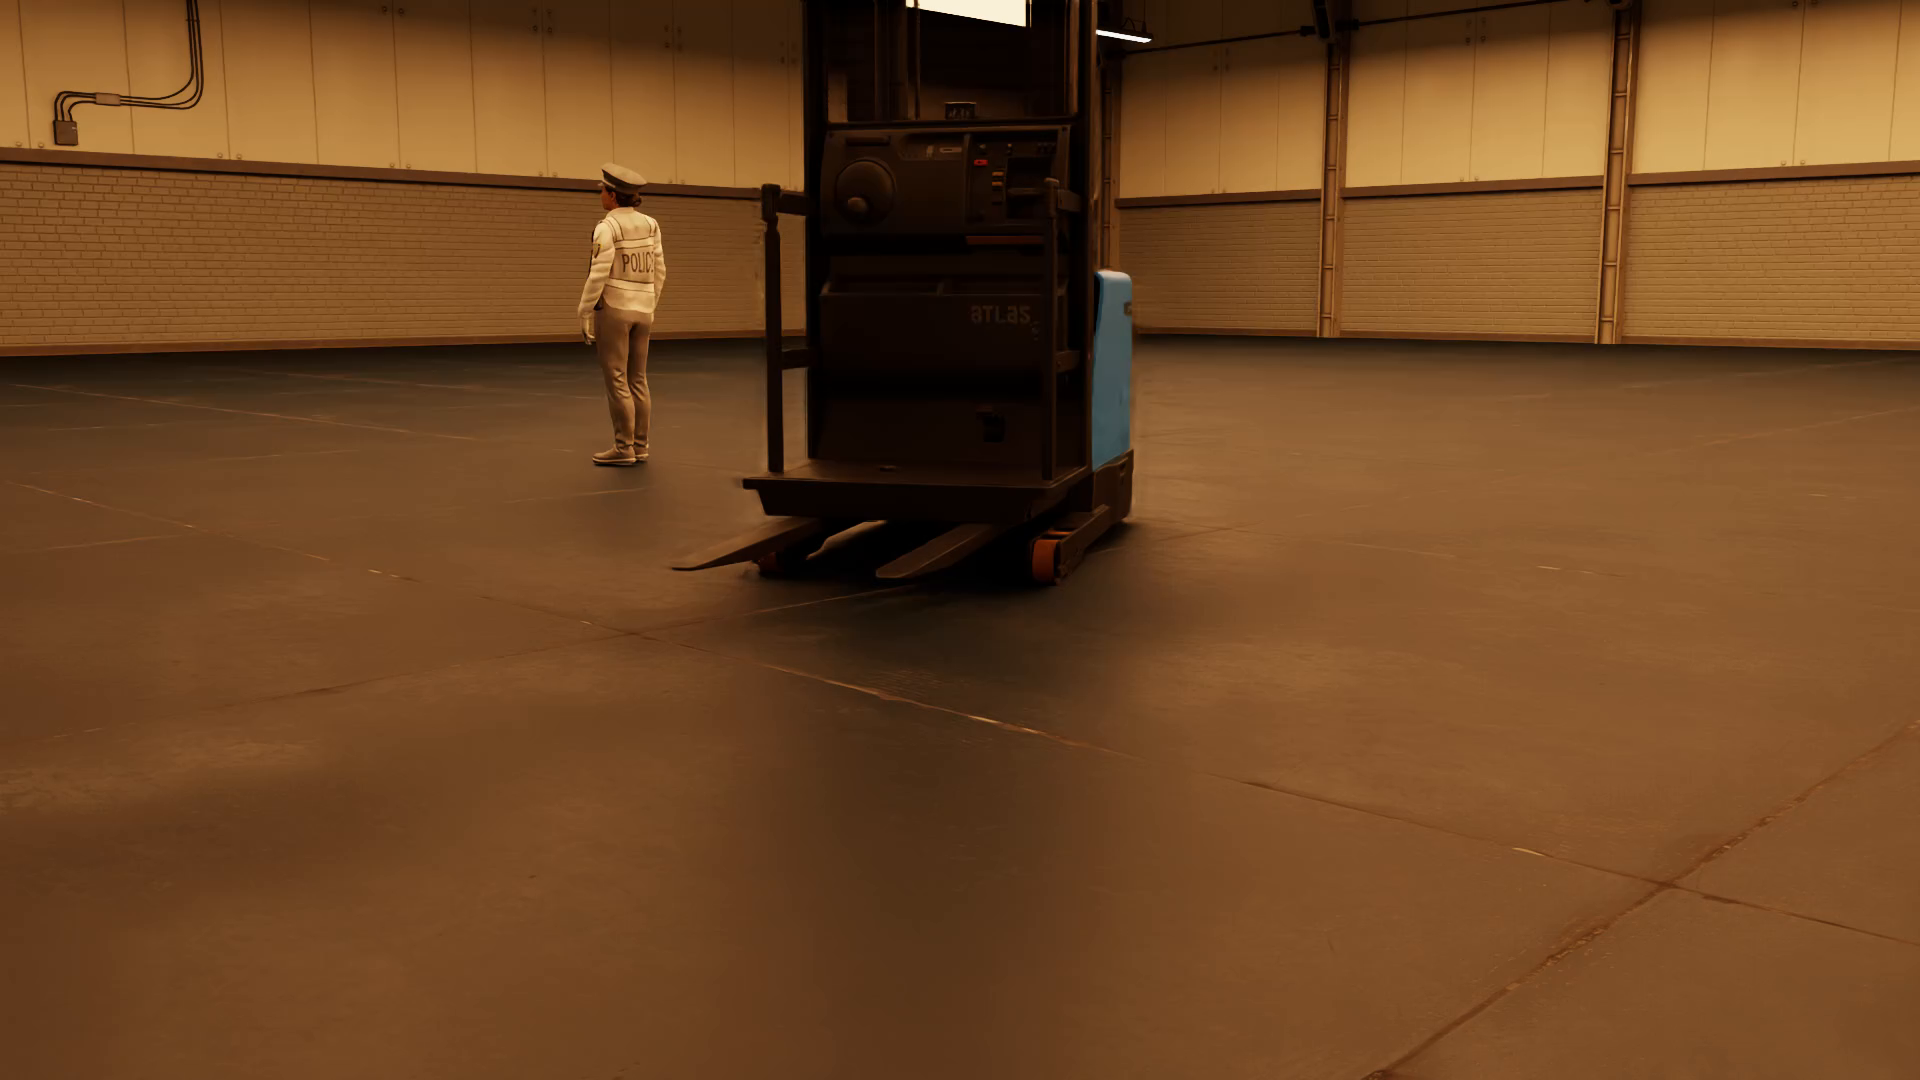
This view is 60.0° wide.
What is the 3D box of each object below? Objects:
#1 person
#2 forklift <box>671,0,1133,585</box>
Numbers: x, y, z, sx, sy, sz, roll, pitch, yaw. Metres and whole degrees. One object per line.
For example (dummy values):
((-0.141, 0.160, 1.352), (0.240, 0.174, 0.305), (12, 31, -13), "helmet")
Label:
((-1.970, -1.279, 9.475), (0.529, 1.693, 0.587), (6, 10, 34), "person")
((-0.110, -1.356, 5.876), (1.130, 2.935, 3.031), (2, 9, 14), "forklift")
